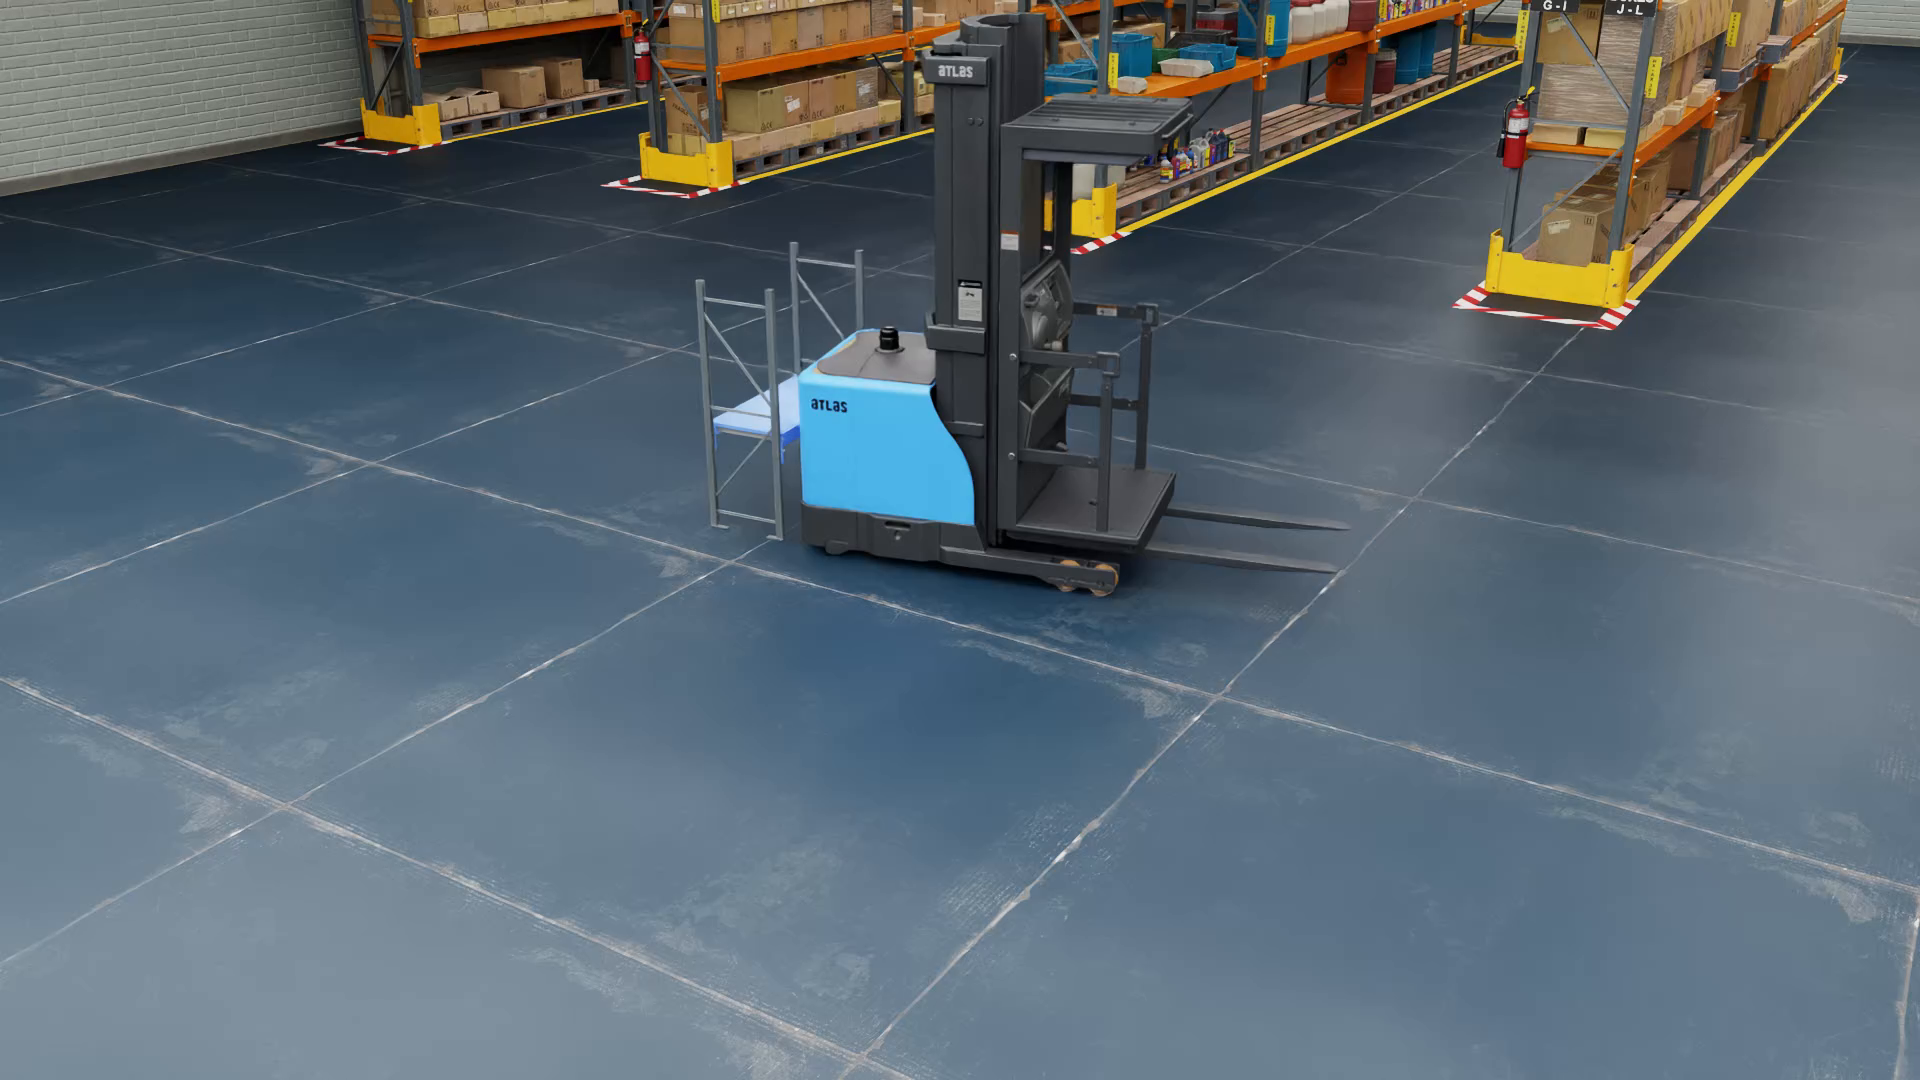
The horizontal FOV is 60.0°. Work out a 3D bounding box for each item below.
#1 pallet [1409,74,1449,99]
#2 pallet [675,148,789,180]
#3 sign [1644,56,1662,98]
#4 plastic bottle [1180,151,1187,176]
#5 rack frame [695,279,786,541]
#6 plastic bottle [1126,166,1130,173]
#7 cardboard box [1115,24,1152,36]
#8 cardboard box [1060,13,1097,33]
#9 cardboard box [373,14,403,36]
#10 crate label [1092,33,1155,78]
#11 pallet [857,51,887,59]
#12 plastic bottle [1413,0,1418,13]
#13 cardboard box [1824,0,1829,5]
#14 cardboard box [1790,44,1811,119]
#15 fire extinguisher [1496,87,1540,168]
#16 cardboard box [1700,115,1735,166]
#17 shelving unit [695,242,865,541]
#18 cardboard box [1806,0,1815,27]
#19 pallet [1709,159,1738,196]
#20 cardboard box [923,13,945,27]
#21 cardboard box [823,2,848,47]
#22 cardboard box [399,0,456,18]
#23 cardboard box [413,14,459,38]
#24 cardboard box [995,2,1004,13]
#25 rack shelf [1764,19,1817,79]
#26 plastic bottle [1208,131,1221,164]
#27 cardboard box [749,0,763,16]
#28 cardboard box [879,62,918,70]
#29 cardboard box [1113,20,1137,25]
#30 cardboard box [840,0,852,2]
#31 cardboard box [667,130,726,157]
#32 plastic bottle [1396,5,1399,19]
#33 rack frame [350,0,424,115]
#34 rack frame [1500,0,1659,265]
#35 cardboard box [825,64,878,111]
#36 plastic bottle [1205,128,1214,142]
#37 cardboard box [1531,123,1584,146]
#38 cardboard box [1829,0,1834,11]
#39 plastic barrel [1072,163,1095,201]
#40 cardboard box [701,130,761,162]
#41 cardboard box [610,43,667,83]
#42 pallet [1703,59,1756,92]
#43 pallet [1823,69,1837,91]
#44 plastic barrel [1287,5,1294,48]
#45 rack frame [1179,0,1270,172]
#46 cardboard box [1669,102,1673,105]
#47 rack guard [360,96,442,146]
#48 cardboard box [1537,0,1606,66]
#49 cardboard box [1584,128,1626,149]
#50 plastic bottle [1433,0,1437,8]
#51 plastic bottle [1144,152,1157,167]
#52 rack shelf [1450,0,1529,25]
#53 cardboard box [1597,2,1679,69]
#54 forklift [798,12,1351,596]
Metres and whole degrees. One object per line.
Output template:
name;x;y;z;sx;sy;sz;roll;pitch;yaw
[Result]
pallet;6.912;-7.078;25.835;1.003;0.211;1.213;14;27;29
pallet;-2.813;-4.586;20.078;1.003;0.211;1.213;14;27;29
sign;5.694;-3.805;13.675;0.100;0.325;0.005;14;27;29
plastic bottle;2.480;-4.205;18.569;0.097;0.271;0.097;0;23;0
rack frame;-1.256;-0.731;9.551;0.500;1.500;0.032;11;26;24
plastic bottle;1.868;-4.284;18.735;0.061;0.283;0.133;14;27;29
cardboard box;2.864;-8.312;27.768;0.500;0.500;0.500;14;27;29
cardboard box;1.895;-8.429;27.093;0.500;0.250;0.500;13;27;28
cardboard box;-7.310;-6.774;21.787;0.500;0.250;0.500;14;27;30
crate label;1.766;-5.254;18.066;0.502;0.435;0.616;14;27;29
pallet;-2.047;-8.717;29.619;1.003;0.211;1.213;14;27;29
plastic bottle;6.567;-7.836;24.138;0.144;0.351;0.185;14;27;29
cardboard box;12.300;-7.910;24.060;0.500;0.250;0.500;14;27;29
cardboard box;10.771;-6.267;22.598;1.225;0.875;0.875;13;27;27
fire extinguisher;4.781;-3.544;14.258;0.296;0.674;0.183;14;27;29
cardboard box;8.541;-4.663;19.339;0.700;0.500;0.500;16;28;33
shelving unit;-1.034;-0.913;9.970;0.538;1.500;1.048;11;26;24
cardboard box;11.281;-7.237;22.566;0.500;0.500;0.500;15;27;31
pallet;8.395;-4.268;19.344;1.003;0.211;1.213;14;27;29
cardboard box;-0.430;-7.090;22.668;0.380;0.149;0.250;14;27;29
cardboard box;-1.841;-6.496;20.854;0.700;0.500;0.500;14;27;30
cardboard box;-6.885;-7.018;21.406;0.500;0.500;0.500;14;27;29
cardboard box;-6.865;-6.674;21.555;0.500;0.250;0.500;13;27;27
cardboard box;0.414;-7.741;24.173;0.380;0.149;0.250;16;28;33
rack shelf;10.508;-6.567;22.048;1.077;0.370;4.000;14;27;29
plastic bottle;2.939;-4.553;19.273;0.144;0.351;0.185;12;26;26
cardboard box;-2.522;-6.203;19.361;0.380;0.149;0.250;14;27;29
cardboard box;-0.832;-6.511;23.241;0.500;0.311;0.500;15;27;30
cardboard box;2.686;-8.592;28.413;0.500;0.500;0.500;13;26;27
cardboard box;-1.571;-6.813;20.769;0.380;0.149;0.250;14;27;29
cardboard box;-3.149;-4.773;19.931;0.500;0.250;0.500;14;27;29
plastic bottle;6.147;-7.481;23.506;0.097;0.201;0.097;0;23;0
rack frame;-7.392;-6.636;21.303;1.000;3.000;0.127;14;27;29
rack frame;5.233;-3.522;14.109;1.000;3.000;0.127;14;27;29
cardboard box;-1.404;-5.855;21.488;0.500;0.500;0.500;14;27;29
plastic bottle;2.918;-4.648;19.492;0.144;0.351;0.185;14;27;29
cardboard box;5.208;-3.546;14.481;0.380;0.149;0.250;14;27;29
cardboard box;12.685;-7.924;24.595;0.380;0.149;0.250;14;27;30
plastic barrel;1.307;-3.849;17.468;0.421;0.512;0.421;0;23;0
cardboard box;-2.709;-4.664;19.681;0.500;0.250;0.500;14;27;29
cardboard box;-4.908;-7.292;25.412;0.700;0.500;0.500;15;28;31
pallet;7.869;-5.011;17.791;1.003;0.211;1.213;14;27;29
pallet;13.317;-7.356;26.476;1.003;0.211;1.213;14;27;29
plastic barrel;3.826;-6.249;20.238;0.433;0.535;0.433;0;23;0
rack frame;3.135;-5.910;19.625;1.000;3.000;0.127;14;27;29
cardboard box;6.478;-4.051;15.647;0.380;0.149;0.250;14;27;29
rack guard;-7.352;-5.514;21.858;1.175;0.500;0.348;14;27;29
cardboard box;5.313;-4.400;14.380;0.500;0.500;0.500;14;27;29
cardboard box;5.586;-3.453;14.266;0.380;0.149;0.250;14;27;29
plastic bottle;7.050;-8.146;24.853;0.144;0.351;0.185;14;27;29
plastic bottle;2.172;-4.446;19.120;0.152;0.276;0.135;14;27;29
rack shelf;8.410;-8.955;27.565;1.077;0.370;4.000;14;27;29
cardboard box;5.754;-4.291;14.128;0.500;0.500;0.500;14;27;29
forklift;0.661;-1.280;9.016;3.031;2.935;1.130;7;24;16
